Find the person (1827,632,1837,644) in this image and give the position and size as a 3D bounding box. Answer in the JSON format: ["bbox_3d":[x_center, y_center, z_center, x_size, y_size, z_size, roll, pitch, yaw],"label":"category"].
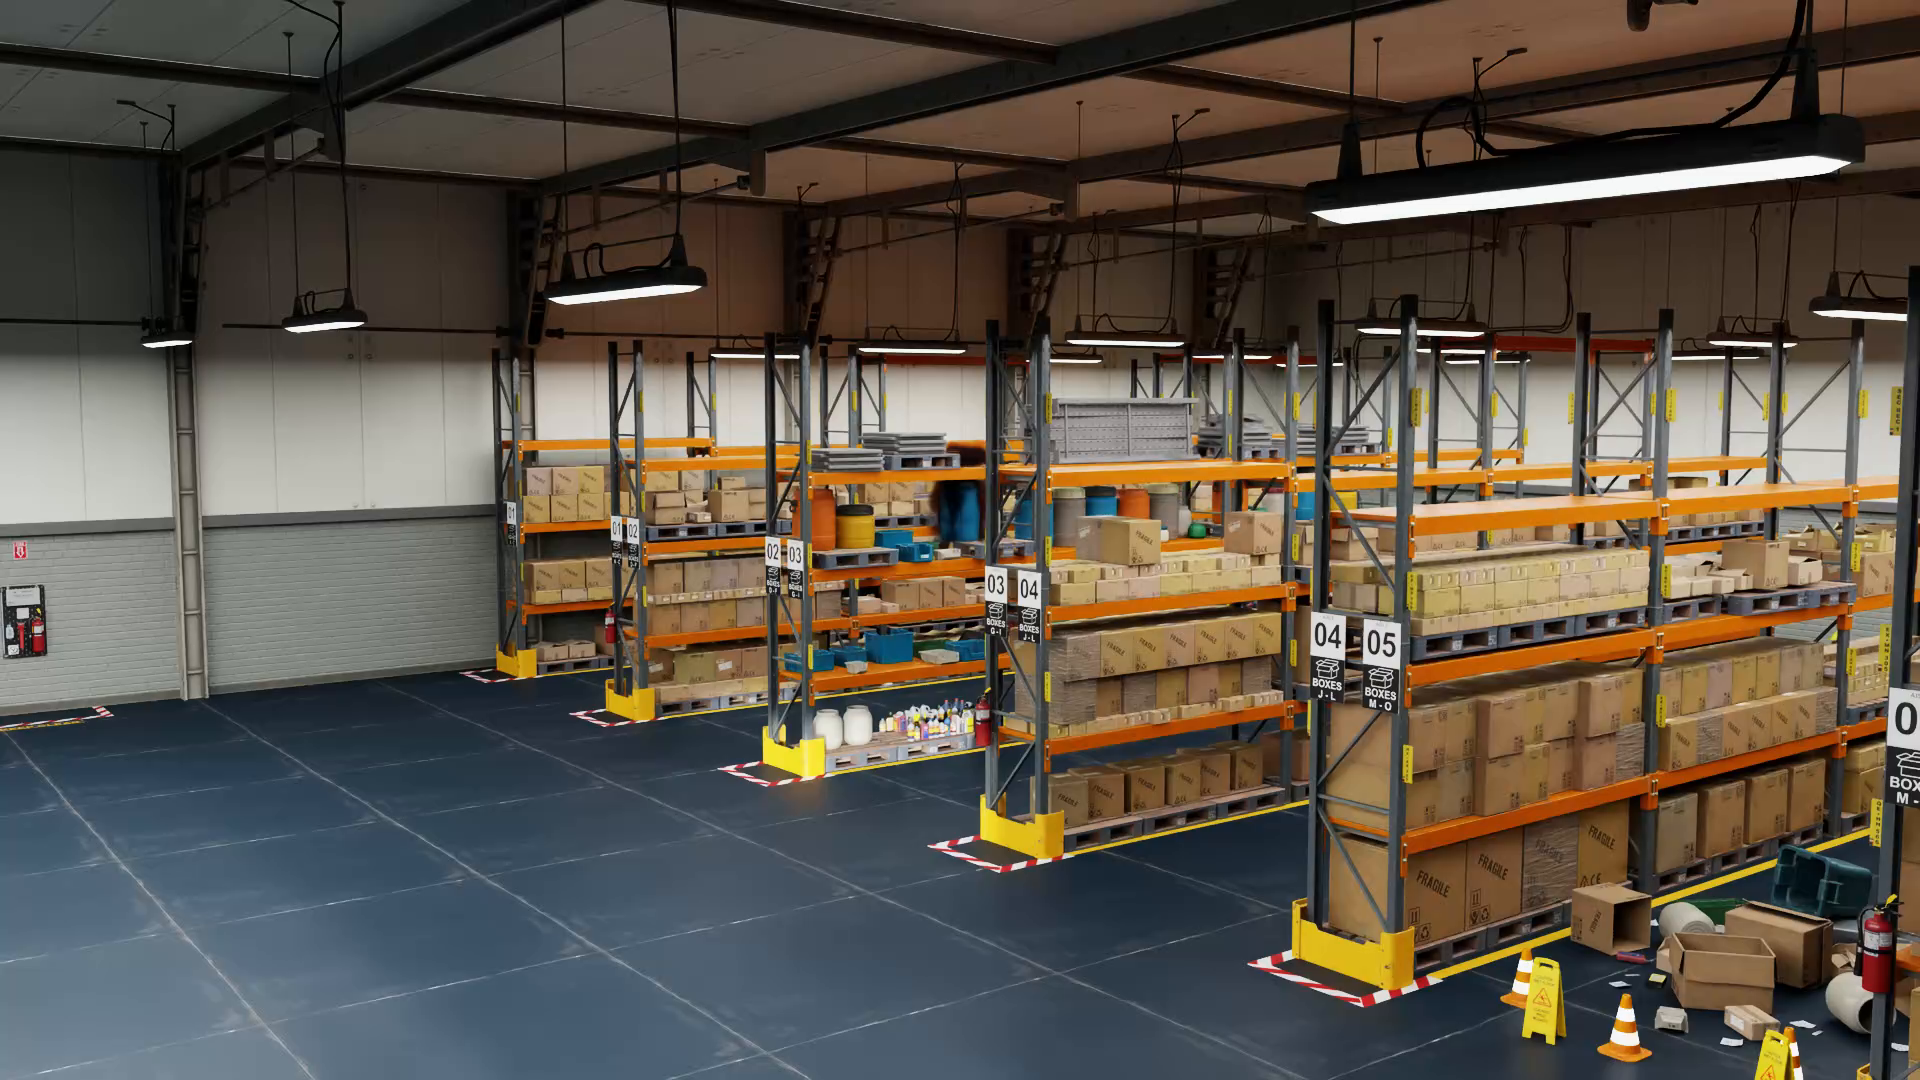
[{"bbox_3d":[12.535,2.182,23.775,0.410,1.767,0.599,5,7,42],"label":"person"}]
